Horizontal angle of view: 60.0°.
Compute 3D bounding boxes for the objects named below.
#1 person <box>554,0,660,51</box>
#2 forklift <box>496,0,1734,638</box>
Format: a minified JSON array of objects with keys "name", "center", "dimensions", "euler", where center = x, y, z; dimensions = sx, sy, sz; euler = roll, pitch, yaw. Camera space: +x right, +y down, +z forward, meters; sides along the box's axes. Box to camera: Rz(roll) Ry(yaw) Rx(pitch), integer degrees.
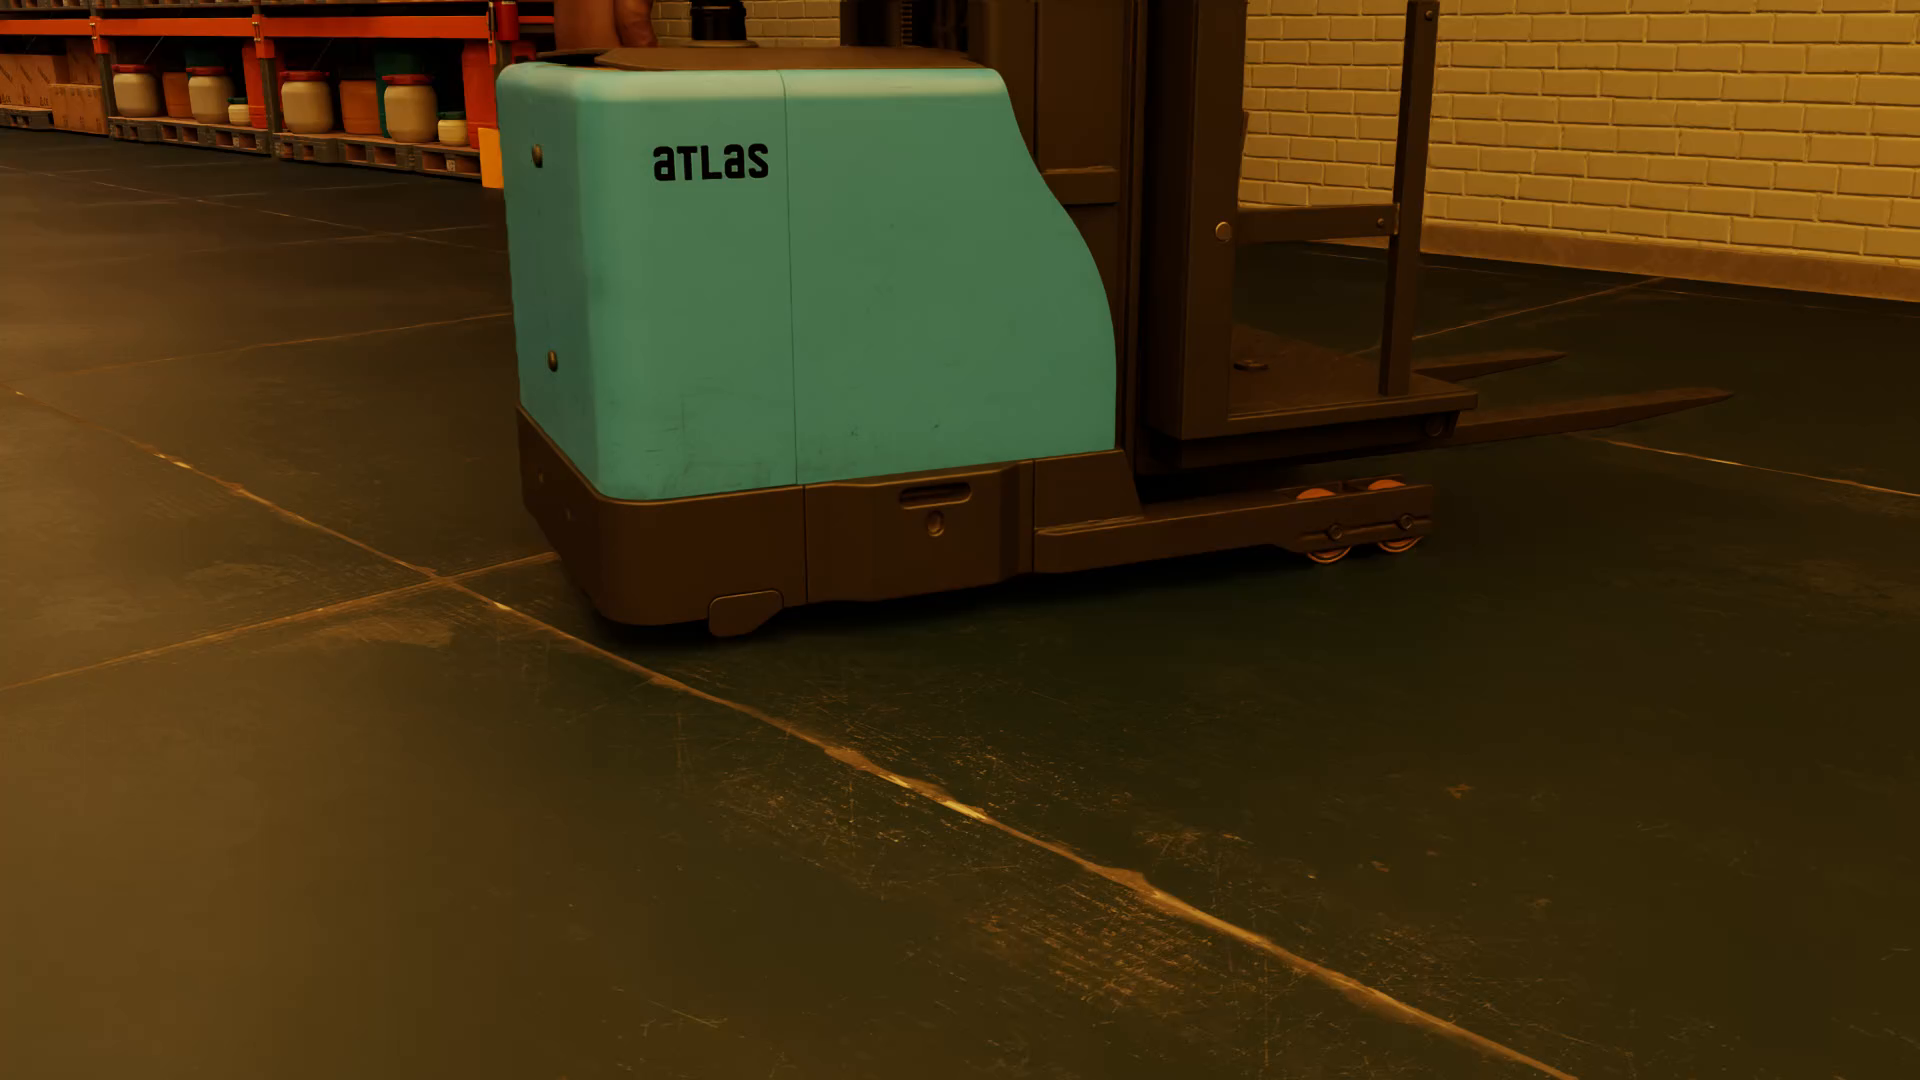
[{"name":"person","center":[-1.153,-1.497,5.738],"dimensions":[0.423,1.774,0.653],"euler":[-10,20,-30]},{"name":"forklift","center":[0.527,-1.482,3.727],"dimensions":[3.031,2.935,1.130],"euler":[-7,19,-23]}]
